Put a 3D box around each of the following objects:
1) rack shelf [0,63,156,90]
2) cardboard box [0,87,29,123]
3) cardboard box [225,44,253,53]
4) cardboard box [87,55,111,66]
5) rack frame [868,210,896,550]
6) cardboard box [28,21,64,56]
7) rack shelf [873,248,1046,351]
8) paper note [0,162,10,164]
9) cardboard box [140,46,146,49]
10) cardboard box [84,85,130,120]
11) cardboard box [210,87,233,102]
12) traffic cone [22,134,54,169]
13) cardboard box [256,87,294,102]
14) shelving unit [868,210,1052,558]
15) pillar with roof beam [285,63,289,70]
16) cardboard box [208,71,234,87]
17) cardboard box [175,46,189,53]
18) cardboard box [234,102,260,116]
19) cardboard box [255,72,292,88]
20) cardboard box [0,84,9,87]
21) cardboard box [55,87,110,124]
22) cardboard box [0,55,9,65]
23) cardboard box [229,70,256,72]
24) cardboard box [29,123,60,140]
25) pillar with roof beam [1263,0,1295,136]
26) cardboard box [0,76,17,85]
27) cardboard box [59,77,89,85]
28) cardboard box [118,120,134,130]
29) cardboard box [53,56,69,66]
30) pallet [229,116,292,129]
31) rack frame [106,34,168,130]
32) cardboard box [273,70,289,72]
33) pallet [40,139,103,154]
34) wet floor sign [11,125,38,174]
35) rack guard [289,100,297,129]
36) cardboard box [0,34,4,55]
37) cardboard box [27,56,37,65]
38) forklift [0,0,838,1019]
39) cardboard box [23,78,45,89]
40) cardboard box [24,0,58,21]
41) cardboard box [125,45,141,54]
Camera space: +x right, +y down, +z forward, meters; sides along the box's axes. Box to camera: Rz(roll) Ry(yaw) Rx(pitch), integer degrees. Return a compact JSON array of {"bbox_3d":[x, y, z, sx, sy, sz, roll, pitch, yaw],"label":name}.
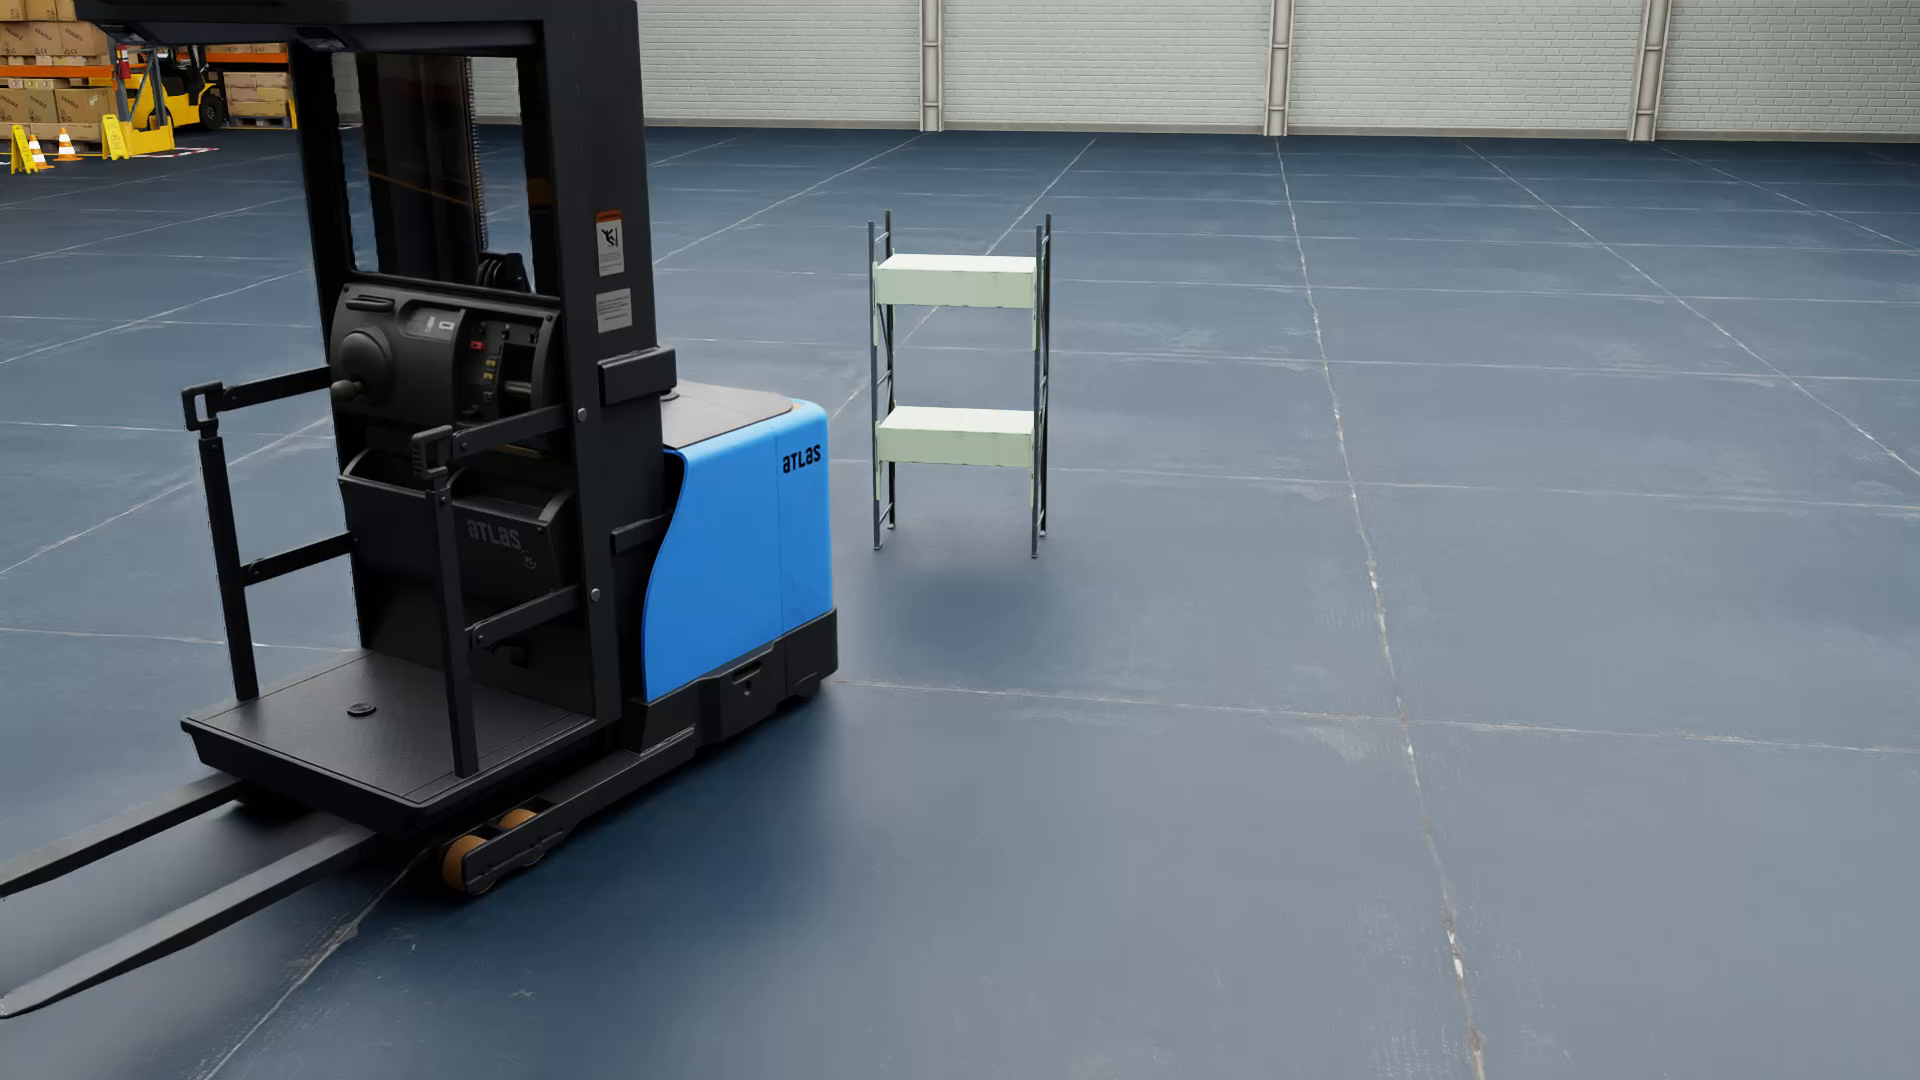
[{"bbox_3d":[-14.555,-7.196,25.717,4.000,0.370,1.077,3,19,9],"label":"rack shelf"},{"bbox_3d":[-14.426,-6.699,25.587,0.500,0.500,0.500,2,19,7],"label":"cardboard box"},{"bbox_3d":[-12.835,-9.011,29.849,0.500,0.500,0.500,4,19,10],"label":"cardboard box"},{"bbox_3d":[-12.984,-7.270,25.198,0.250,0.149,0.380,4,19,10],"label":"cardboard box"},{"bbox_3d":[-0.355,-0.729,7.619,0.023,1.500,0.400,3,19,9],"label":"rack frame"},{"bbox_3d":[-13.654,-7.593,25.143,0.500,0.500,0.500,3,19,9],"label":"cardboard box"},{"bbox_3d":[0.007,-1.081,7.440,0.720,0.370,0.431,3,19,9],"label":"rack shelf"},{"bbox_3d":[-13.830,-5.453,24.052,0.142,0.019,0.148,-3,19,-10],"label":"paper note"},{"bbox_3d":[-14.833,-9.116,30.162,0.500,0.500,0.500,3,19,10],"label":"cardboard box"},{"bbox_3d":[-13.357,-6.816,25.936,0.500,0.500,0.500,2,19,7],"label":"cardboard box"},{"bbox_3d":[-13.334,-8.099,30.165,0.500,0.250,0.500,2,19,7],"label":"cardboard box"},{"bbox_3d":[-13.050,-5.486,23.471,0.334,0.463,0.336,3,19,9],"label":"traffic cone"},{"bbox_3d":[-12.327,-8.051,30.021,0.500,0.250,0.500,3,19,8],"label":"cardboard box"},{"bbox_3d":[0.007,-0.711,7.564,0.755,1.500,0.431,3,19,9],"label":"shelving unit"},{"bbox_3d":[-13.024,-10.806,25.916,0.400,9.000,9.100,3,19,9],"label":"pillar with roof beam"},{"bbox_3d":[-13.306,-8.333,30.077,0.500,0.250,0.500,3,19,9],"label":"cardboard box"},{"bbox_3d":[-13.839,-9.059,29.992,0.500,0.500,0.500,3,19,9],"label":"cardboard box"},{"bbox_3d":[-12.801,-7.840,30.179,0.500,0.250,0.500,3,19,9],"label":"cardboard box"},{"bbox_3d":[-12.301,-8.287,29.939,0.500,0.250,0.500,4,19,10],"label":"cardboard box"},{"bbox_3d":[-14.897,-6.893,26.166,0.500,0.500,0.500,4,19,12],"label":"cardboard box"},{"bbox_3d":[-13.413,-6.646,25.429,0.500,0.500,0.500,3,19,9],"label":"cardboard box"},{"bbox_3d":[-14.490,-7.353,25.446,0.250,0.149,0.380,3,19,9],"label":"cardboard box"},{"bbox_3d":[-13.228,-8.498,30.568,0.500,0.250,0.500,3,19,8],"label":"cardboard box"},{"bbox_3d":[-13.932,-6.317,25.627,0.500,0.250,0.500,3,19,9],"label":"cardboard box"},{"bbox_3d":[4.748,-9.900,23.209,0.400,9.000,9.100,3,19,9],"label":"pillar with roof beam"},{"bbox_3d":[-17.771,-8.368,31.165,0.625,0.625,0.875,2,19,6],"label":"cardboard box"},{"bbox_3d":[-16.263,-8.289,30.930,0.625,0.625,0.875,4,19,11],"label":"cardboard box"},{"bbox_3d":[-13.333,-6.459,26.052,0.500,0.250,0.500,3,19,8],"label":"cardboard box"},{"bbox_3d":[-13.501,-7.267,25.191,0.250,0.149,0.380,3,19,8],"label":"cardboard box"},{"bbox_3d":[-12.559,-7.695,30.469,1.213,0.211,1.003,3,19,9],"label":"pallet"},{"bbox_3d":[-12.581,-7.437,25.302,0.127,3.000,1.000,3,19,9],"label":"rack frame"},{"bbox_3d":[-12.242,-8.445,30.411,0.500,0.250,0.500,3,19,8],"label":"cardboard box"},{"bbox_3d":[-13.452,-6.170,25.911,1.213,0.211,1.003,3,19,9],"label":"pallet"},{"bbox_3d":[-12.923,-5.383,22.875,0.232,0.644,0.267,0,19,-1],"label":"wet floor sign"},{"bbox_3d":[-11.773,-7.806,30.343,0.348,0.500,1.175,3,19,9],"label":"rack guard"},{"bbox_3d":[-14.645,-7.651,25.315,0.500,0.500,0.500,3,19,9],"label":"cardboard box"},{"bbox_3d":[-13.991,-7.328,25.372,0.250,0.149,0.380,3,19,9],"label":"cardboard box"},{"bbox_3d":[-1.666,-0.543,4.806,1.130,2.935,3.031,11,22,31],"label":"forklift"},{"bbox_3d":[-14.034,-6.965,25.360,0.250,0.149,0.380,3,19,10],"label":"cardboard box"},{"bbox_3d":[-13.618,-8.085,25.036,0.500,0.500,0.700,3,19,9],"label":"cardboard box"},{"bbox_3d":[-13.004,-7.736,25.570,0.500,0.500,0.500,3,19,8],"label":"cardboard box"}]
